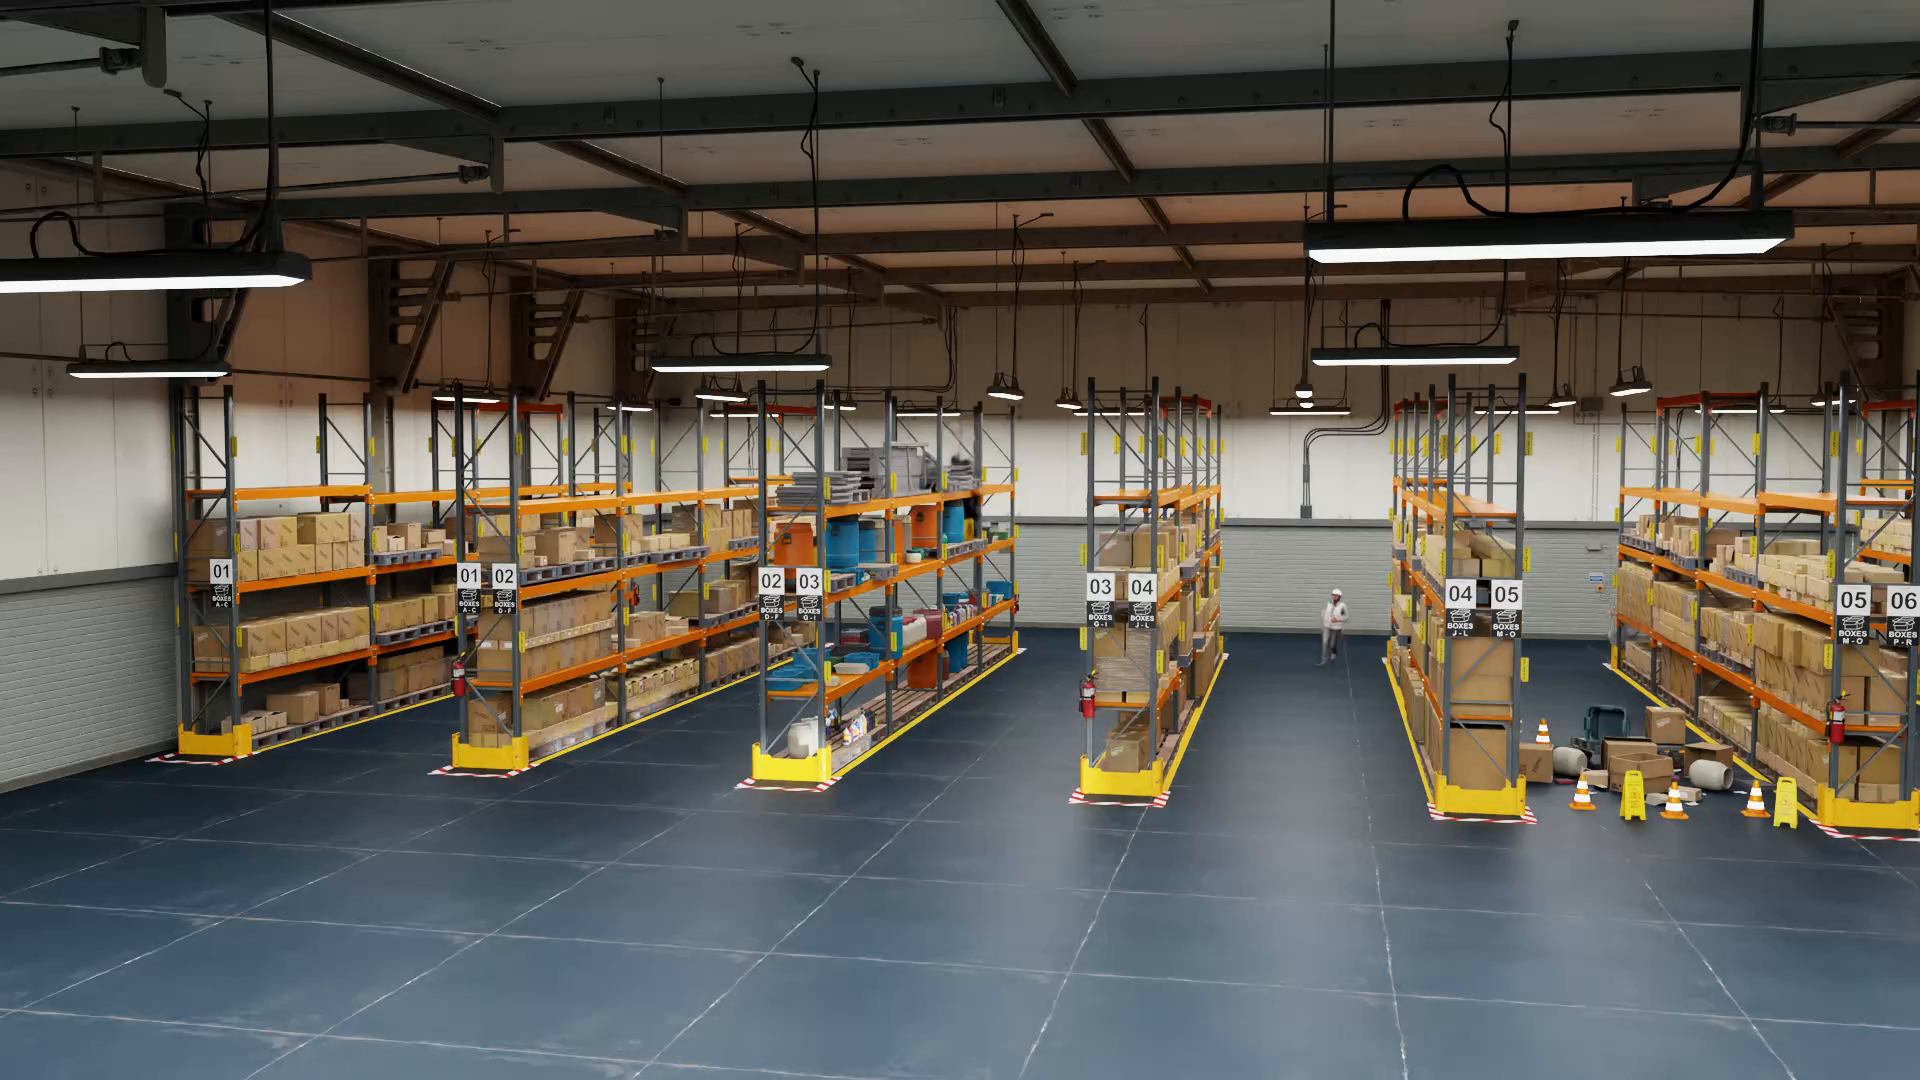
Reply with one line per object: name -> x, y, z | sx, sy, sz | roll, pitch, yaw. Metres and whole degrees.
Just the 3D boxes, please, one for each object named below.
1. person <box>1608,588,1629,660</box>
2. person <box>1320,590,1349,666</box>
person -> 15.498, 1.985, 38.836 | 0.712, 1.834, 0.733 | 1, 3, 16
person -> 8.636, 2.011, 38.286 | 0.698, 1.750, 0.811 | 2, 4, 34
